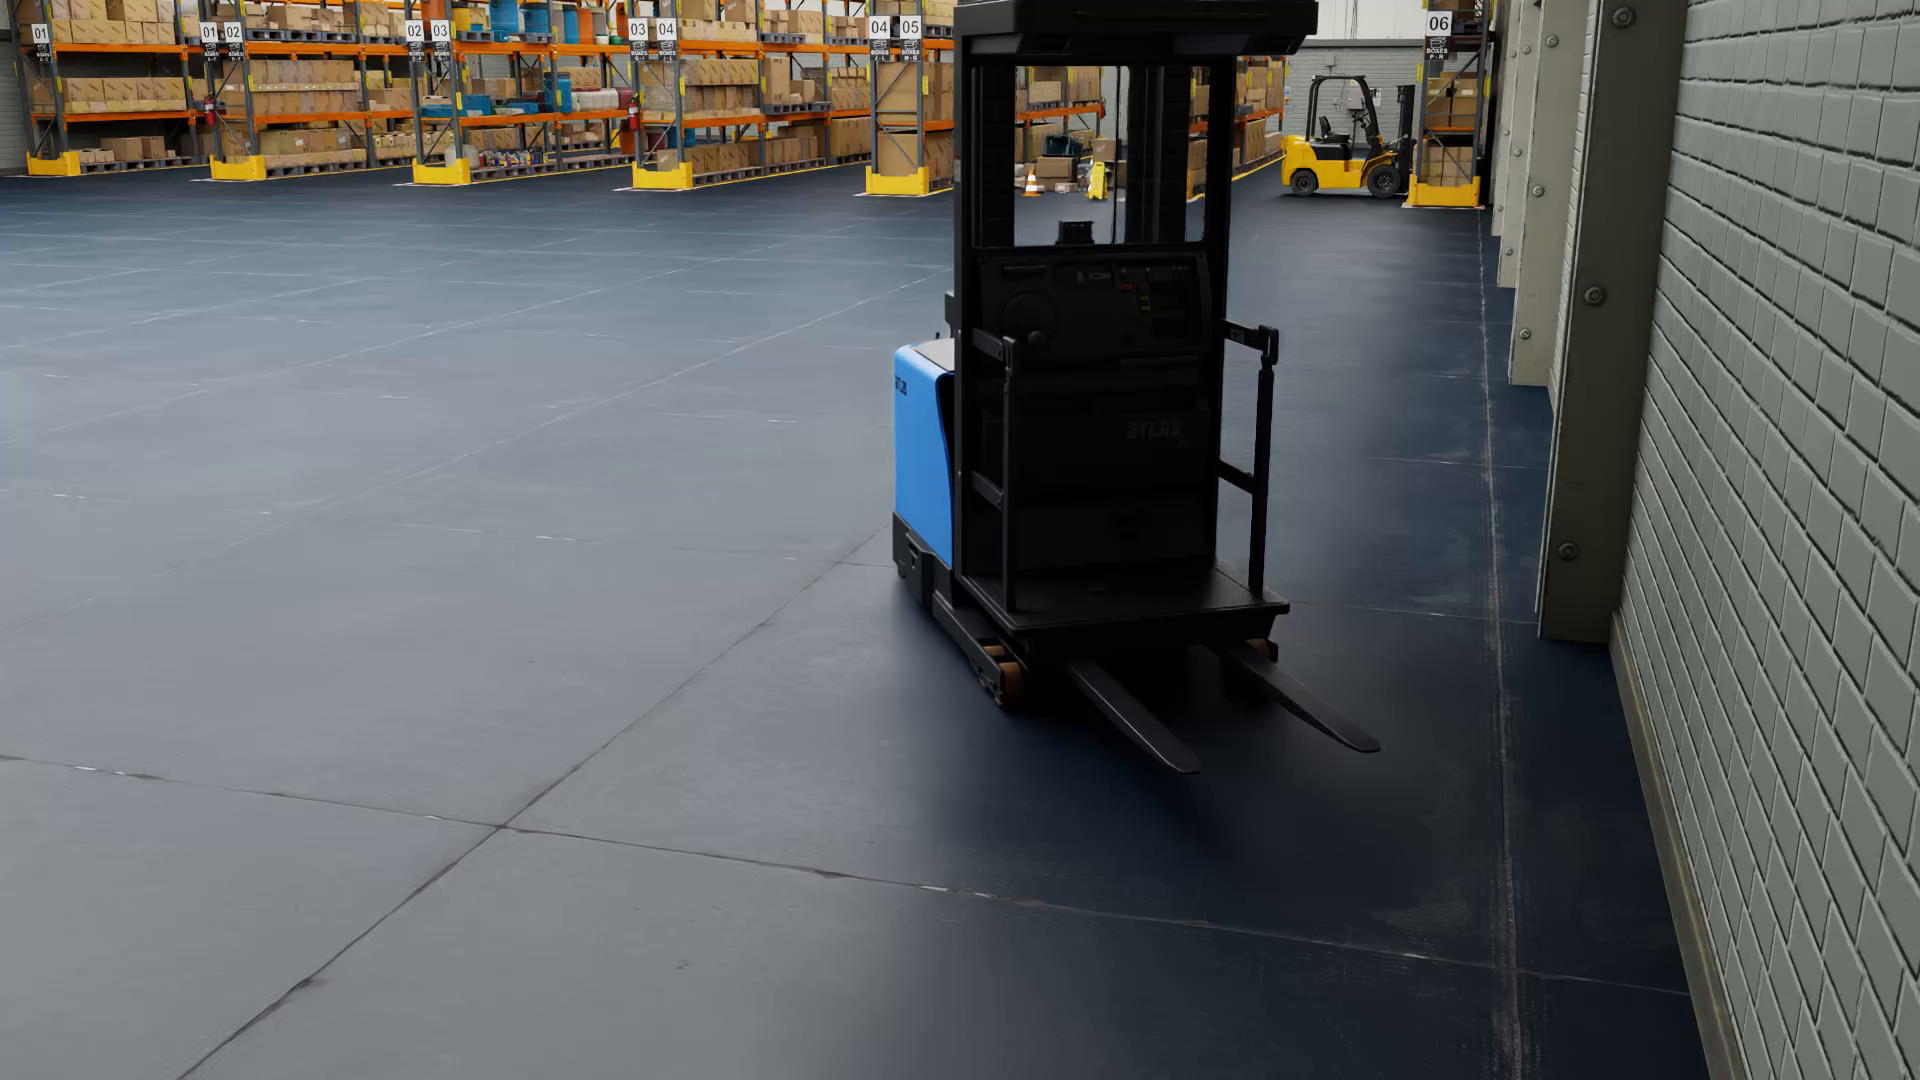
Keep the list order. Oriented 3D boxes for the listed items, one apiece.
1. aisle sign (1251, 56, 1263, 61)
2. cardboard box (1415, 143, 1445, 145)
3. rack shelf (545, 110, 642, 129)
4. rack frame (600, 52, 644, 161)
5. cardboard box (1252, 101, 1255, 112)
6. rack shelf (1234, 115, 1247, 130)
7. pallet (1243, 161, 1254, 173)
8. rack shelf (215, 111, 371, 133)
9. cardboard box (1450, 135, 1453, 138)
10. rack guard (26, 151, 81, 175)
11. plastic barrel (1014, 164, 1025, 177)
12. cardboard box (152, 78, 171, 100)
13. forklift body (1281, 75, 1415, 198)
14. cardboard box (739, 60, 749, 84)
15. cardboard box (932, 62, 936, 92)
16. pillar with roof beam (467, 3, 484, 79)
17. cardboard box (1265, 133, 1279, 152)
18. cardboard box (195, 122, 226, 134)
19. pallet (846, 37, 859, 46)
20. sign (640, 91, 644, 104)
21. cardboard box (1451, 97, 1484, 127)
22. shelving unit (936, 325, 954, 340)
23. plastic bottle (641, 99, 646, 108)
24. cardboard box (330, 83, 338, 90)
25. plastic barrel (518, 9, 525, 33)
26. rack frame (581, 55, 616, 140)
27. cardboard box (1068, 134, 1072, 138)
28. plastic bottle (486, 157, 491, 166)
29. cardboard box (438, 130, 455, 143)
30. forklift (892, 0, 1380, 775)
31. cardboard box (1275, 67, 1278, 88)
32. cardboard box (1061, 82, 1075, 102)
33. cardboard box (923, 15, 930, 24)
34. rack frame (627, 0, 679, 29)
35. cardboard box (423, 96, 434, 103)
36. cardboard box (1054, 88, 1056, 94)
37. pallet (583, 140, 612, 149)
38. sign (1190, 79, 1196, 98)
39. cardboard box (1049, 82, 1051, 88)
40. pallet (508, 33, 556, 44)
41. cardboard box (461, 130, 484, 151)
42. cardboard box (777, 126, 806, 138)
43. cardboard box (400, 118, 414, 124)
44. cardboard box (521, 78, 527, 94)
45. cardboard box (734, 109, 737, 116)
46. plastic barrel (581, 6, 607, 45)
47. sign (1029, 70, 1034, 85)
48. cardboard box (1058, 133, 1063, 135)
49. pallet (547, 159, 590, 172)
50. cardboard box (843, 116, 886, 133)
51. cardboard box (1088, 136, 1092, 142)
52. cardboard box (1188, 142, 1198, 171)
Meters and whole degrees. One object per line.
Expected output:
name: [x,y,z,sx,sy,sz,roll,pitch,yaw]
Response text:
aisle sign: [7.892,-13.106,44.275,0.394,0.787,0.004,5,16,16]
cardboard box: [8.468,-7.016,30.005,0.500,0.250,0.500,5,17,17]
rack shelf: [-8.943,-10.004,39.422,1.077,0.370,4.000,5,16,16]
rack frame: [-8.374,-10.874,41.169,1.000,3.000,0.127,5,16,16]
cardboard box: [6.540,-10.030,38.469,0.500,0.250,0.500,5,17,18]
rack shelf: [5.308,-8.852,35.358,1.077,0.370,4.000,5,16,16]
pallet: [6.172,-8.580,38.192,1.003,0.211,1.213,5,16,16]
rack shelf: [-14.827,-9.343,37.090,1.077,0.370,4.000,5,16,16]
cardboard box: [10.817,-9.002,37.194,0.380,0.149,0.250,5,17,18]
rack guard: [-20.125,-8.366,36.909,1.175,0.500,0.348,5,16,16]
plastic barrel: [1.113,-7.377,33.561,0.421,0.421,0.512,-10,19,-32]
cardboard box: [-18.984,-10.615,39.120,0.500,0.500,0.500,5,16,16]
forklift body: [7.152,-7.473,30.736,2.313,2.155,1.214,5,16,16]
cardboard box: [-4.767,-9.845,34.982,0.500,0.500,0.500,5,16,16]
cardboard box: [-0.962,-8.822,31.682,0.875,0.550,0.550,5,16,16]
pillar with roof beam: [-11.534,-17.061,51.988,9.100,9.000,0.400,5,16,16]
cardboard box: [7.806,-10.363,43.294,0.875,0.438,0.875,5,17,17]
cardboard box: [-18.694,-10.275,41.457,0.500,0.250,0.500,4,16,15]
pallet: [-3.178,-12.307,41.072,1.003,0.211,1.213,5,17,18]
sign: [-7.845,-10.911,41.002,0.100,0.325,0.005,5,16,16]
cardboard box: [8.770,-7.400,28.740,0.500,0.500,0.500,5,17,18]
shelving unit: [0.015,-0.519,8.235,0.215,1.050,0.252,5,16,16]
plastic bottle: [-7.941,-10.902,41.496,0.152,0.276,0.135,5,16,16]
cardboard box: [-14.349,-10.283,37.713,0.380,0.149,0.250,5,16,16]
plastic barrel: [-9.822,-11.429,36.654,0.421,0.512,0.421,0,16,0]
rack frame: [-10.849,-13.352,49.905,1.000,3.000,0.127,5,16,16]
cardboard box: [2.670,-10.383,42.804,0.380,0.149,0.250,5,17,19]
plastic bottle: [-10.284,-8.256,36.261,0.097,0.201,0.097,0,16,0]
cardboard box: [-13.035,-10.252,42.217,0.500,0.311,0.500,5,17,17]
forklift: [0.582,-0.912,6.175,1.130,2.935,3.031,-4,16,-15]
cardboard box: [7.832,-11.799,42.416,0.500,0.500,0.500,5,16,15]
cardboard box: [2.620,-11.426,42.388,0.500,0.500,0.500,4,16,15]
cardboard box: [-0.767,-9.623,30.769,0.380,0.149,0.250,5,17,16]
rack frame: [-5.899,-11.283,31.617,1.000,3.000,0.127,5,16,16]
cardboard box: [-13.562,-10.997,41.766,0.500,0.311,0.500,4,16,15]
cardboard box: [2.167,-11.096,41.099,0.380,0.149,0.250,5,17,18]
pallet: [-11.096,-11.782,49.480,1.003,0.211,1.213,5,16,16]
sign: [4.123,-8.003,29.460,0.100,0.325,0.005,5,16,16]
cardboard box: [2.013,-11.102,40.573,0.380,0.149,0.250,4,16,14]
pallet: [-9.622,-10.983,36.403,1.213,0.211,1.003,5,16,16]
cardboard box: [-12.719,-10.365,43.149,0.500,0.500,0.500,5,17,18]
cardboard box: [-3.928,-9.542,38.875,0.500,0.250,0.500,7,17,22]
cardboard box: [-16.153,-12.263,48.690,0.380,0.149,0.250,5,17,18]
cardboard box: [-12.335,-12.449,45.769,0.700,0.500,0.500,-1,16,-3]
cardboard box: [-4.912,-8.989,34.983,0.380,0.149,0.250,5,16,16]
plastic barrel: [-8.816,-12.360,39.993,0.600,0.901,0.600,0,16,0]
sign: [1.634,-10.593,38.058,0.100,0.325,0.005,5,16,16]
cardboard box: [2.269,-9.911,41.587,0.500,0.500,0.500,4,16,15]
pallet: [-9.325,-8.694,38.595,1.003,0.211,1.213,5,16,16]
cardboard box: [-2.651,-10.547,43.141,1.225,0.875,0.875,5,16,16]
cardboard box: [3.352,-10.849,44.991,0.380,0.149,0.250,4,16,14]
cardboard box: [4.103,-7.064,30.632,0.500,0.500,0.500,4,16,14]
